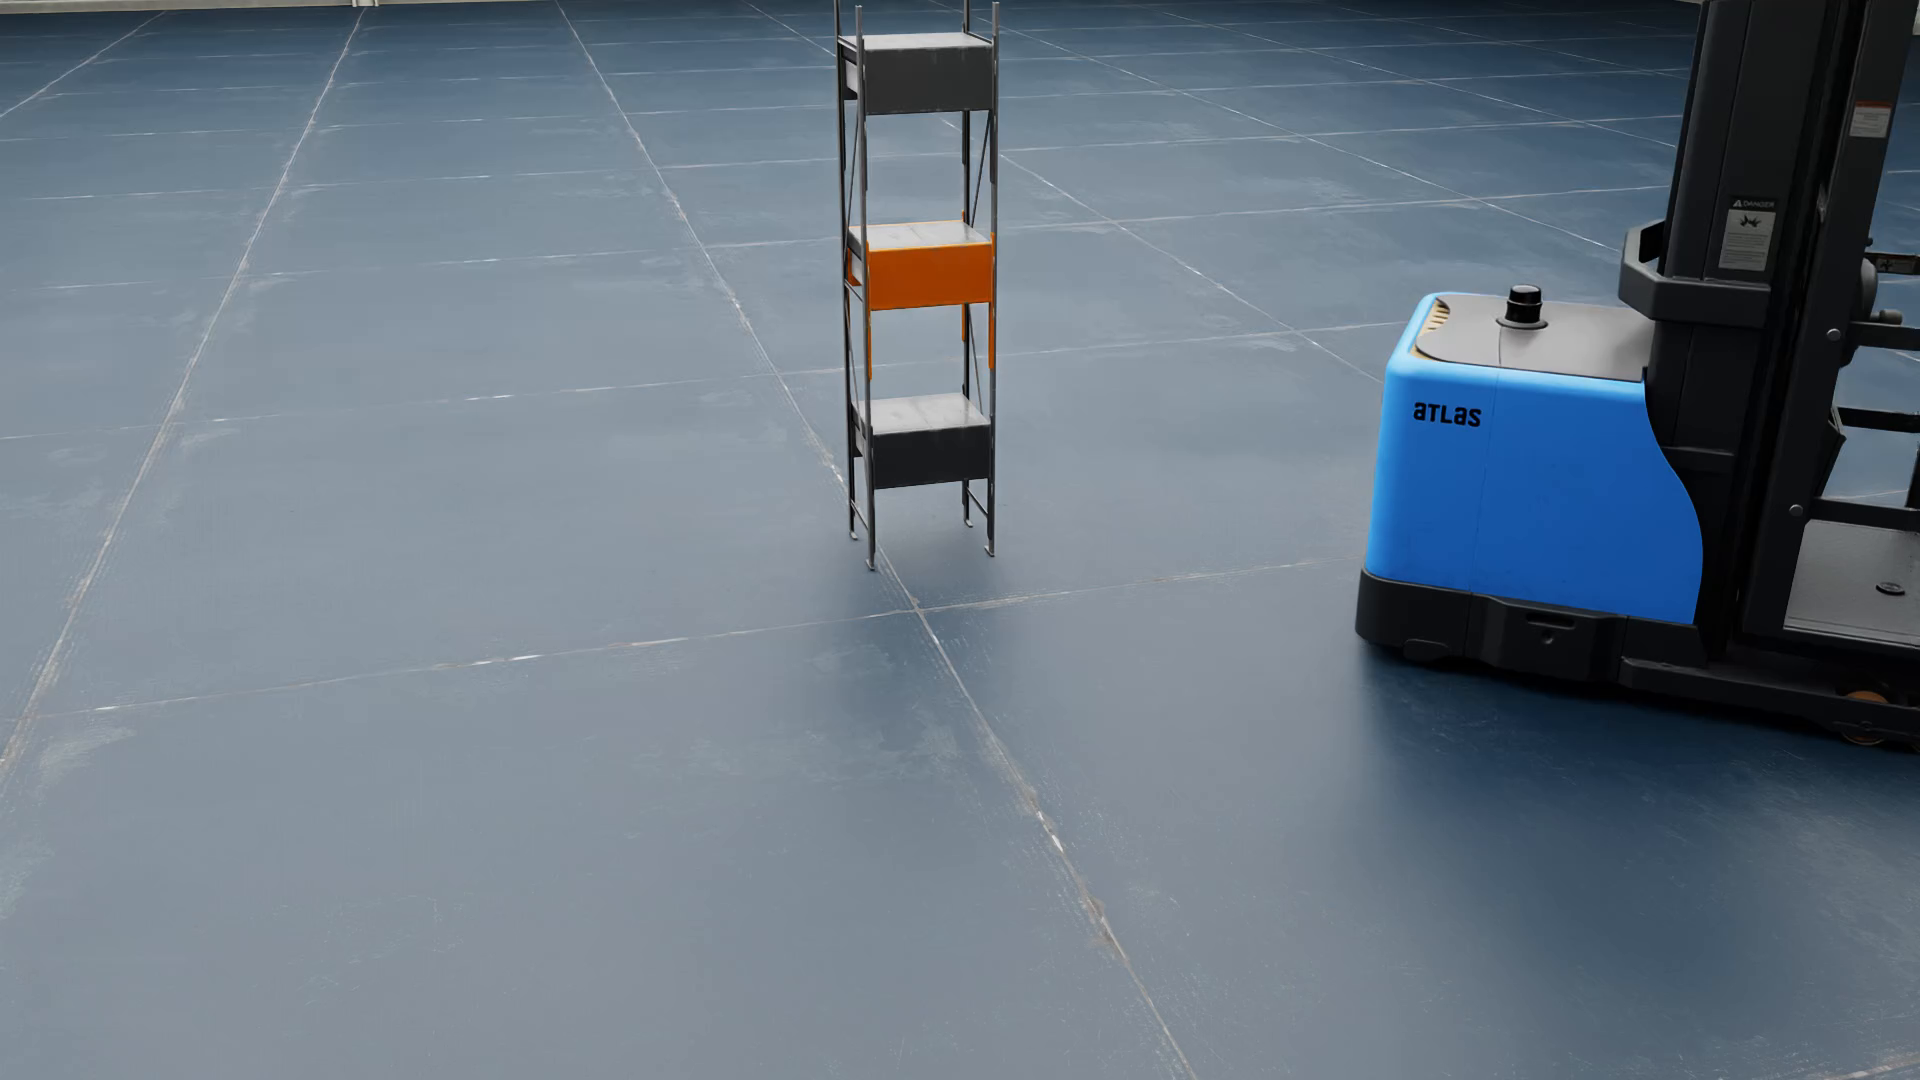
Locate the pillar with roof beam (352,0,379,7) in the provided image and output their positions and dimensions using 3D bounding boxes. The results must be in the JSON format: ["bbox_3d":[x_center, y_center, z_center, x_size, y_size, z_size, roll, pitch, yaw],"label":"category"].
[{"bbox_3d":[-8.450,-11.153,21.331,0.400,9.000,9.100,-6,24,-14],"label":"pillar with roof beam"}]

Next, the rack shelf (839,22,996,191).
[{"bbox_3d":[-0.159,-1.578,6.024,0.480,0.518,0.431,-6,24,-14],"label":"rack shelf"}]

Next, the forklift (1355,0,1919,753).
[{"bbox_3d":[2.955,-0.910,5.154,3.031,2.935,1.130,9,25,20],"label":"forklift"}]

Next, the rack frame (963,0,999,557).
[{"bbox_3d":[0.076,-0.973,6.355,0.015,2.100,0.400,-6,24,-14],"label":"rack frame"}]

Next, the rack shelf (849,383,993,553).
[{"bbox_3d":[-0.159,-0.291,6.576,0.480,0.518,0.431,-6,24,-14],"label":"rack shelf"}]

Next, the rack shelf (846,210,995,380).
[{"bbox_3d":[-0.159,-0.935,6.300,0.480,0.518,0.431,-6,24,-14],"label":"rack shelf"}]

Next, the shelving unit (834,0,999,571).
[{"bbox_3d":[-0.159,-0.947,6.295,0.503,2.100,0.431,-6,24,-14],"label":"shelving unit"}]

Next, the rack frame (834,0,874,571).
[{"bbox_3d":[-0.394,-0.921,6.234,0.015,2.100,0.400,-6,24,-14],"label":"rack frame"}]
